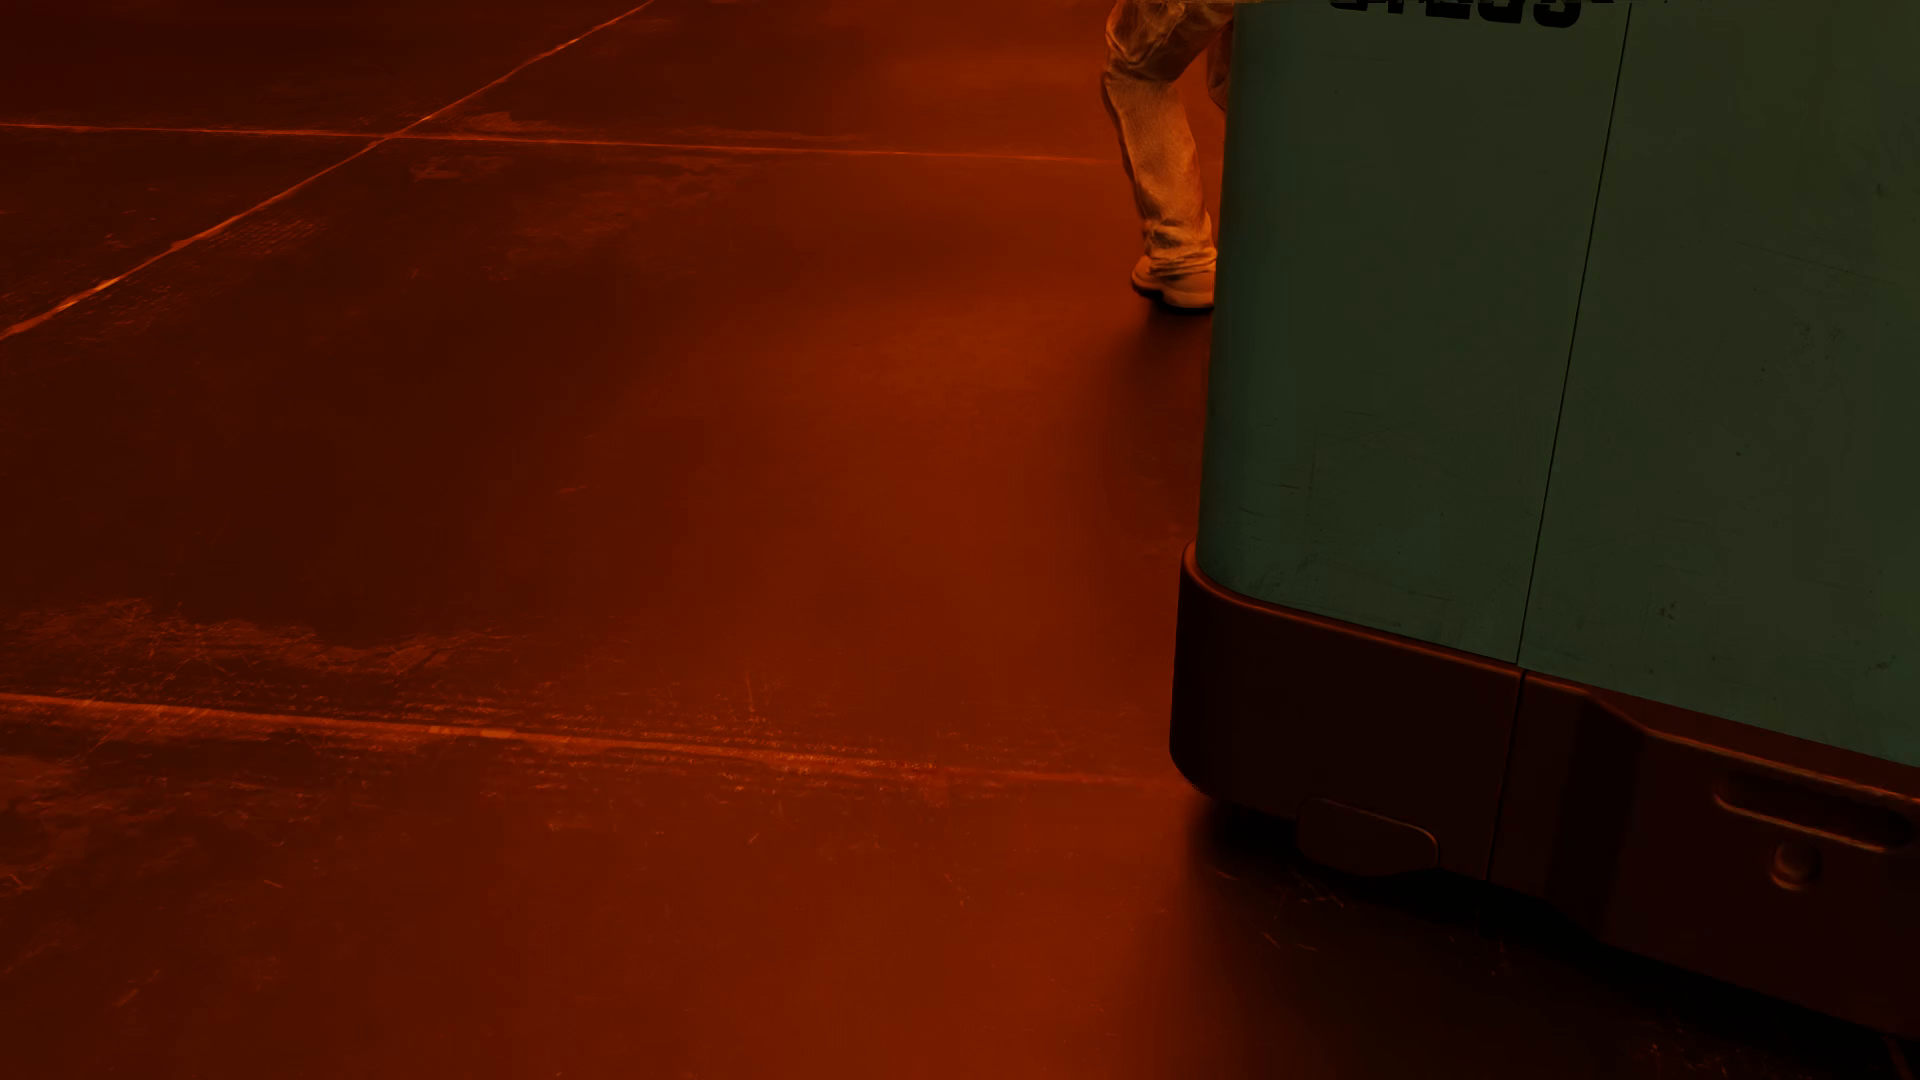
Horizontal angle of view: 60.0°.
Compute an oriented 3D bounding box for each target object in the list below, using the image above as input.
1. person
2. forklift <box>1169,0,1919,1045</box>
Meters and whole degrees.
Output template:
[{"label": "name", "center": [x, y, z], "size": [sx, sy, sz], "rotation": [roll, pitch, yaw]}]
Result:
[{"label": "person", "center": [0.603, -1.247, 3.272], "size": [0.959, 1.593, 0.586], "rotation": [-20, 33, -34]}, {"label": "forklift", "center": [1.769, -0.855, 0.931], "size": [3.031, 2.935, 1.130], "rotation": [14, 30, 27]}]
